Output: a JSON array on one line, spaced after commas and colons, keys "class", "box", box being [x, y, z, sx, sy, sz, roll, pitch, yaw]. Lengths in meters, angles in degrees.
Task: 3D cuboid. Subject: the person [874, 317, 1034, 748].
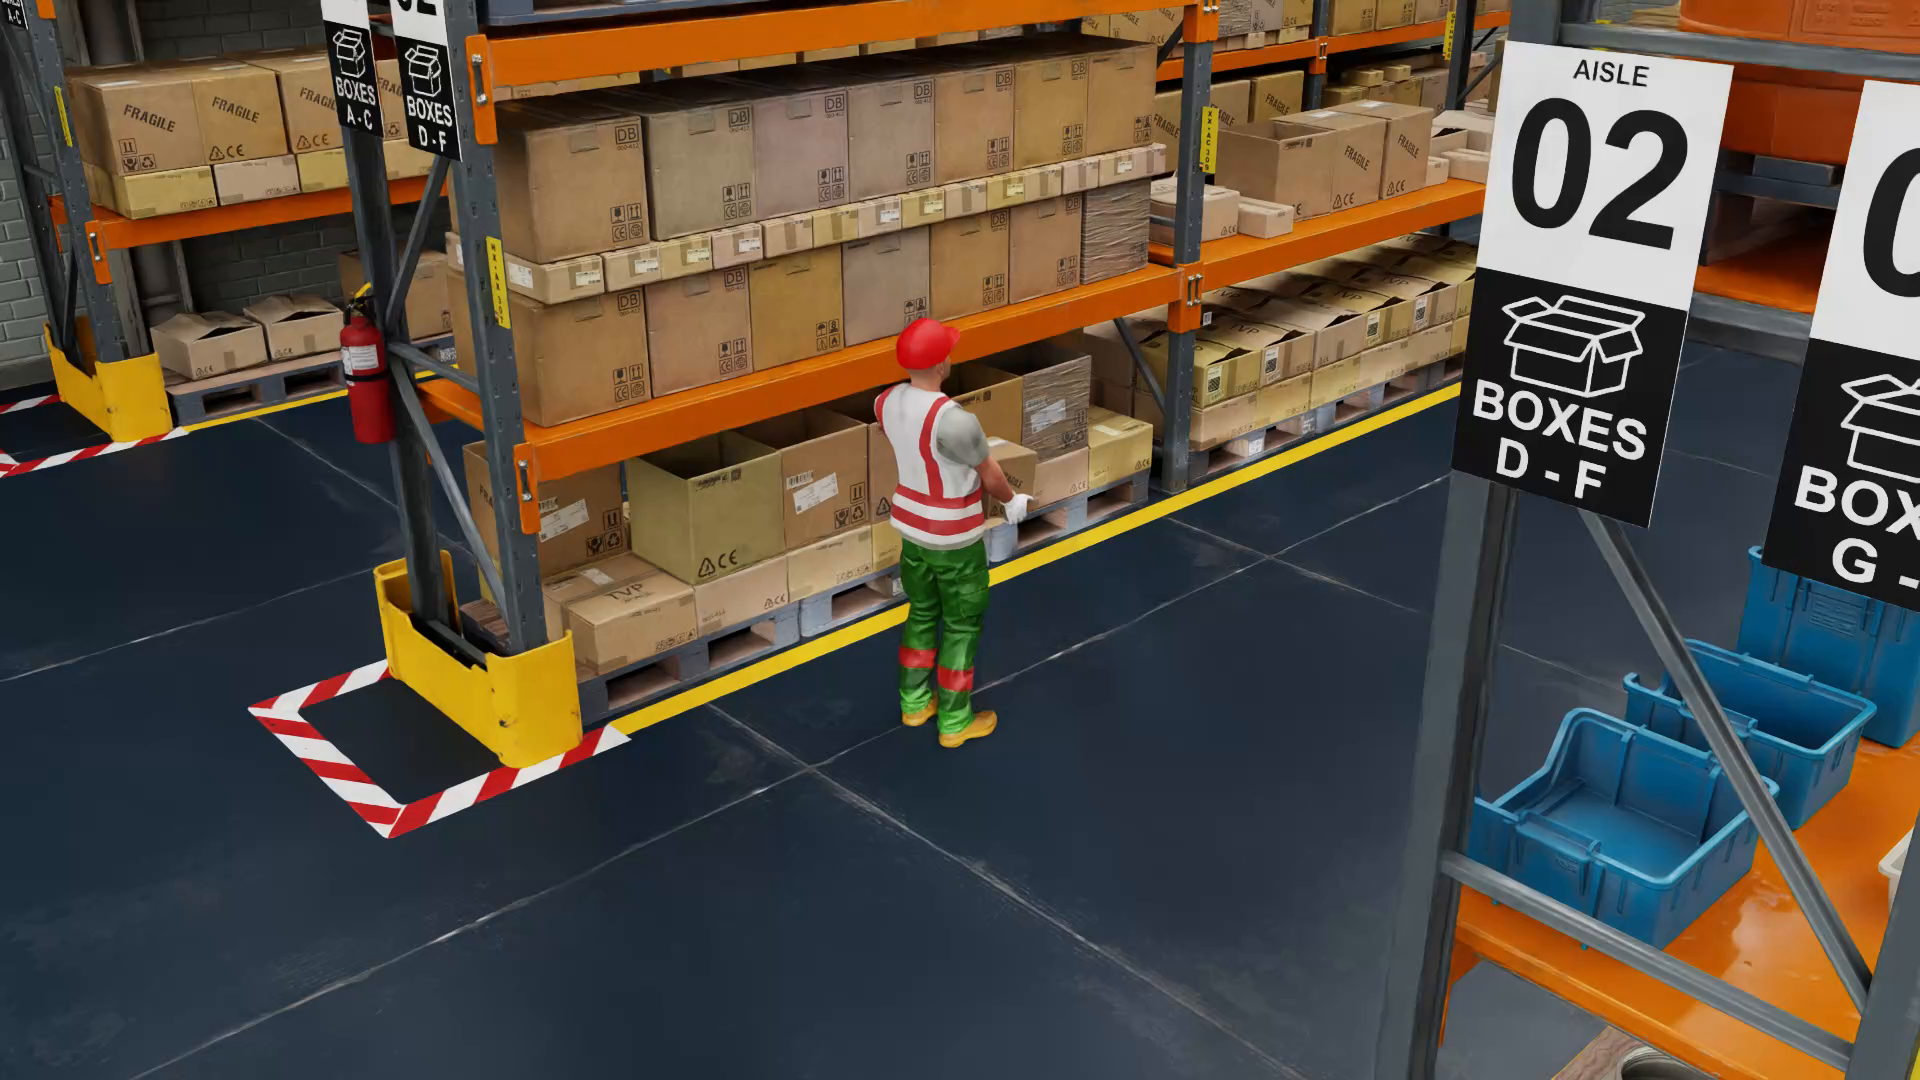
[{"class": "person", "box": [-0.010, -0.062, 6.717, 0.567, 1.783, 0.494, -20, 31, -38]}]
